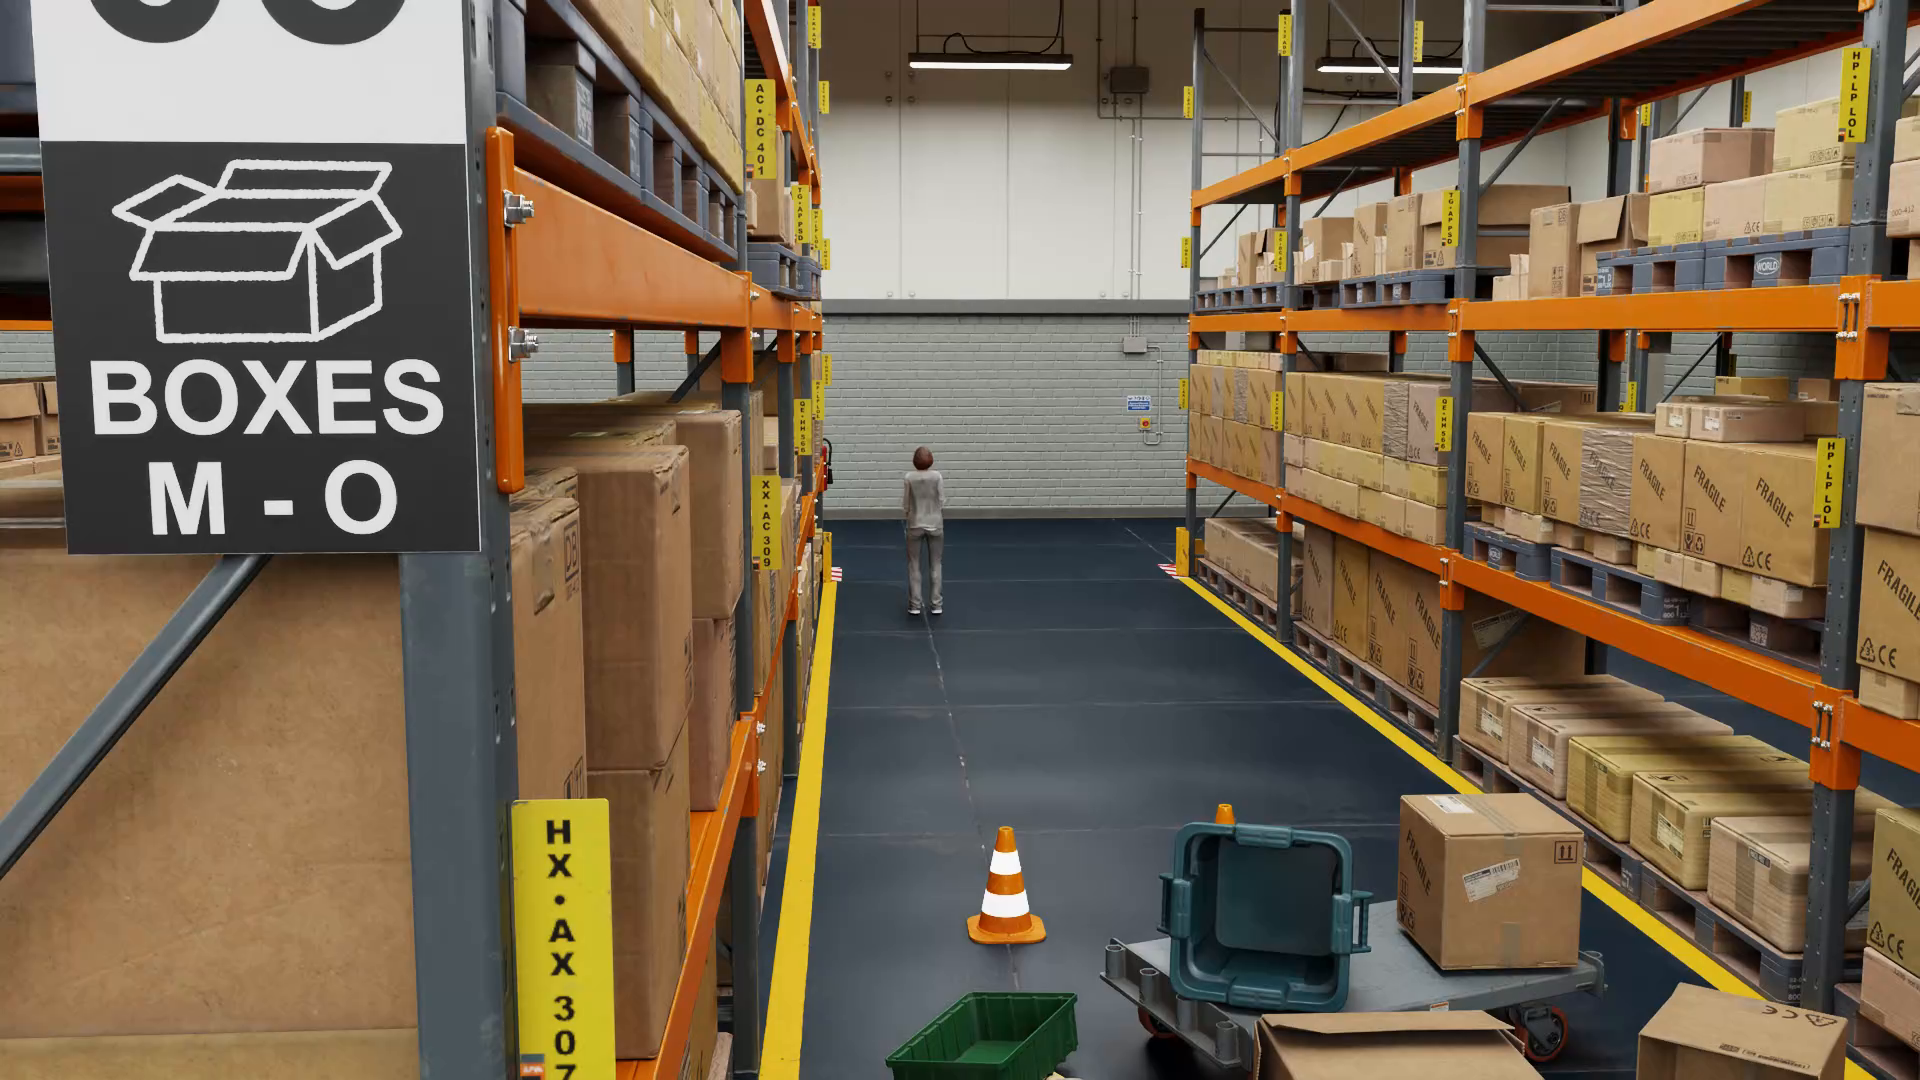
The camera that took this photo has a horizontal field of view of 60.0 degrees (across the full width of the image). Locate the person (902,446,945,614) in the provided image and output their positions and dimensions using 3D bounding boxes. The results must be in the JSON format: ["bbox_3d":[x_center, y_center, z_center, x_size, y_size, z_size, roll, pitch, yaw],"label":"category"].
[{"bbox_3d":[-0.343,-0.106,15.674,0.407,1.588,0.497,-1,7,-4],"label":"person"}]
